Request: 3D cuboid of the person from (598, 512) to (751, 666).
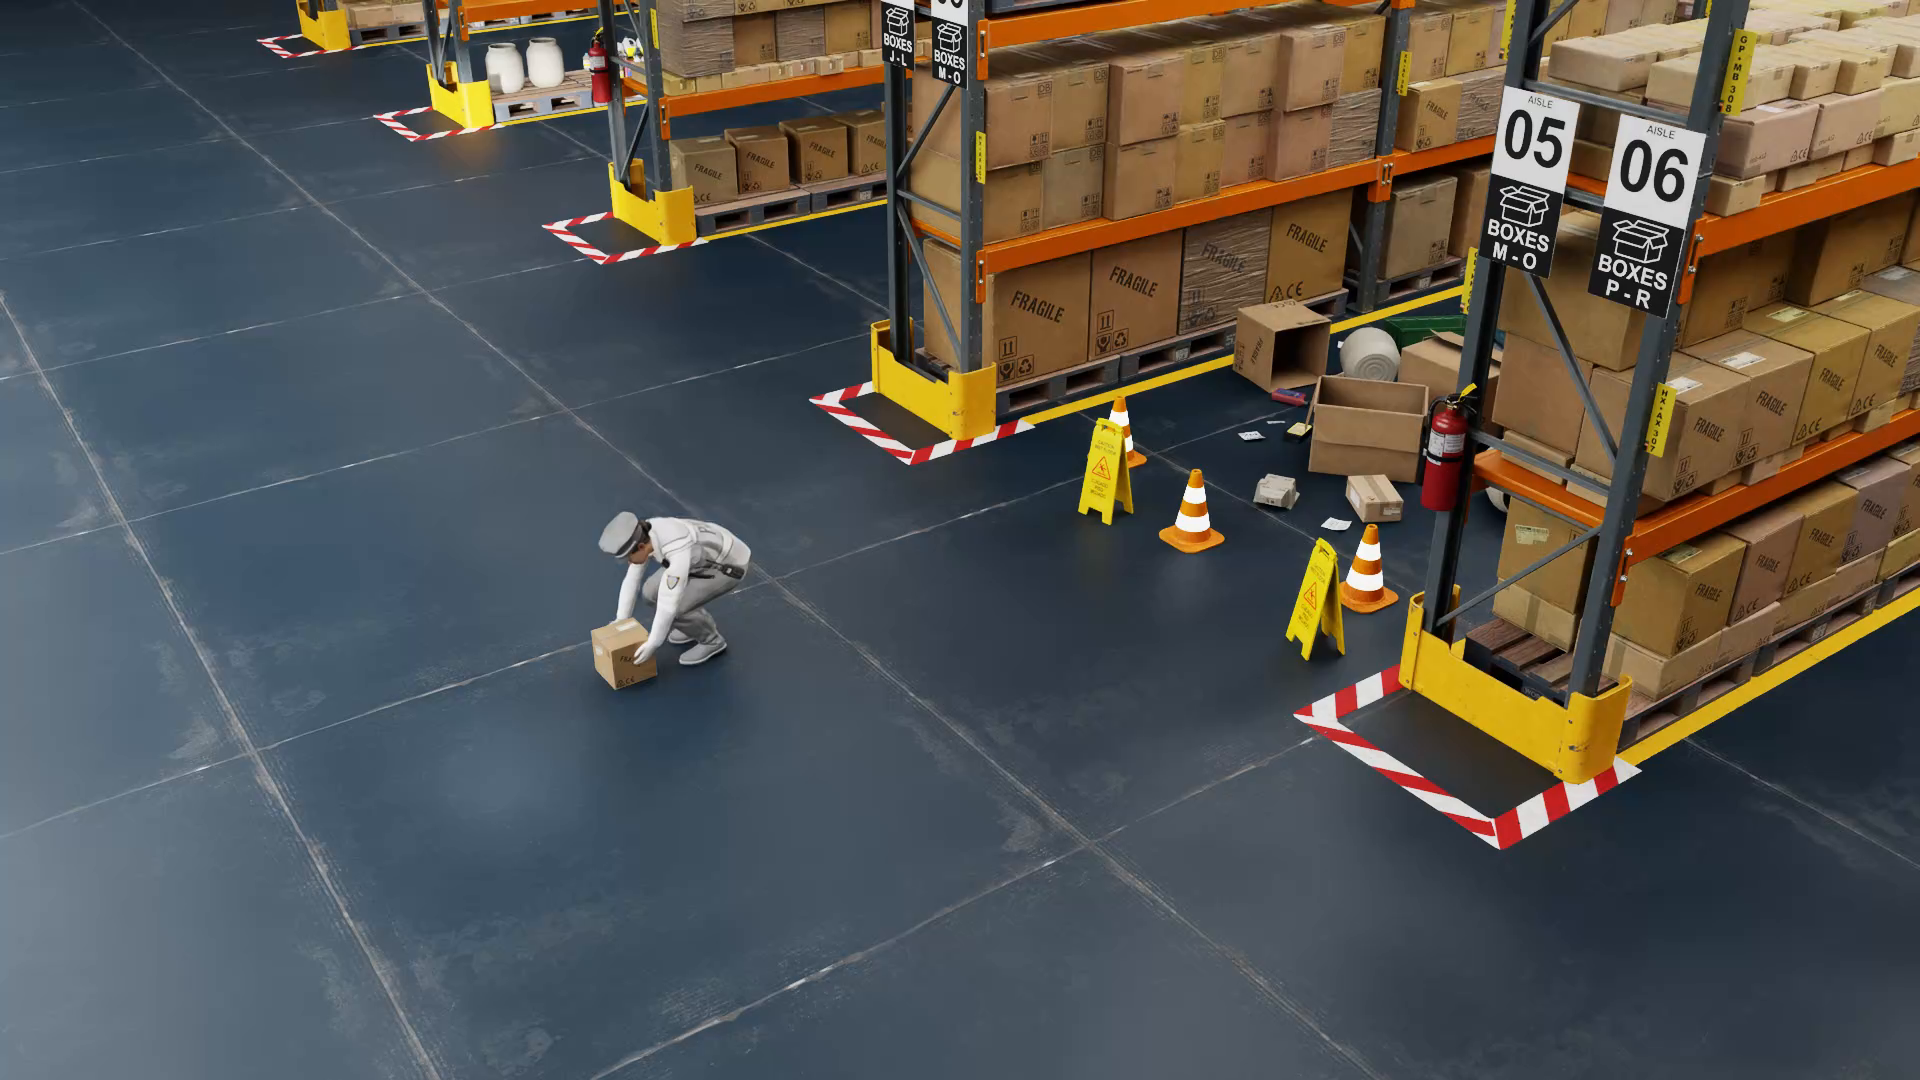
[{"bbox_3d":[-1.524,0.214,8.968,0.847,0.964,0.495,-19,34,-31],"label":"person"}]
